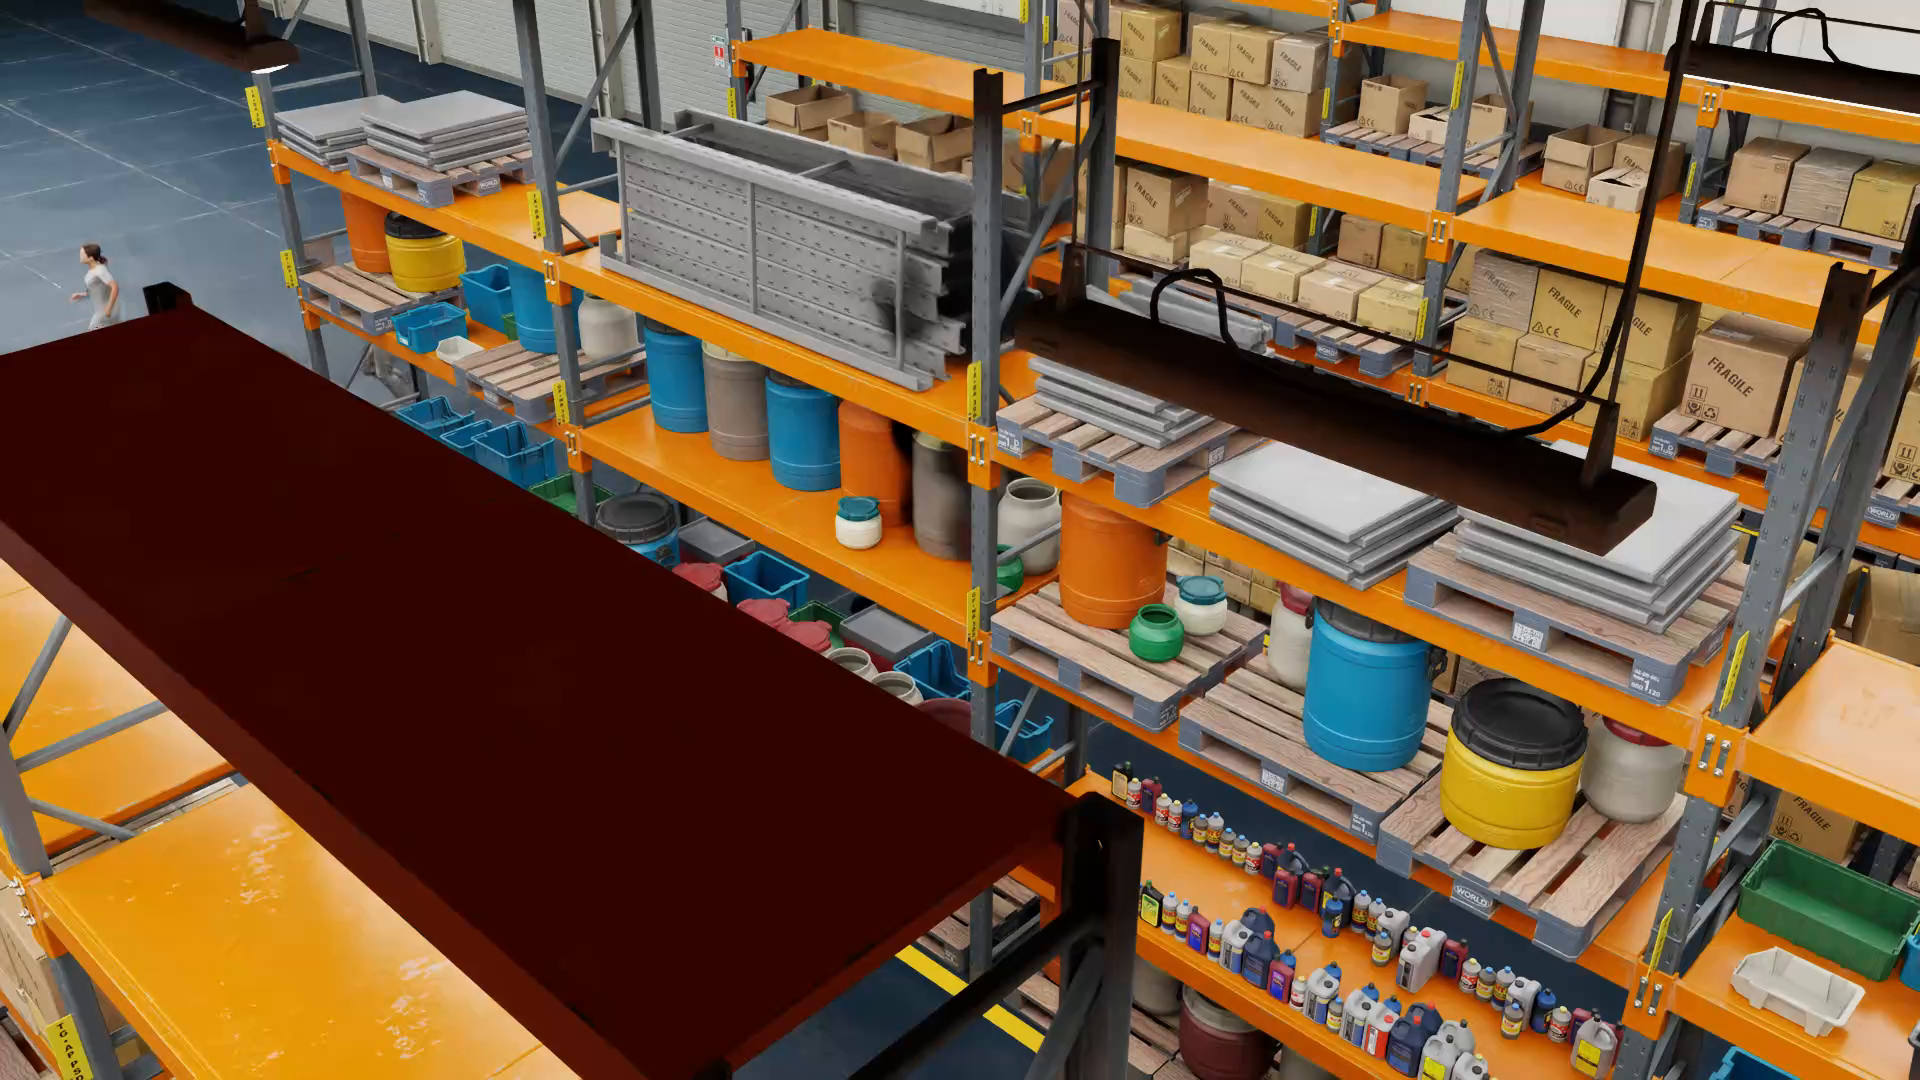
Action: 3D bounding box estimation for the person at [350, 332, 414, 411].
[{"bbox_3d":[-6.458,-2.242,18.459,0.575,1.729,0.657,-12,32,-21],"label":"person"}]

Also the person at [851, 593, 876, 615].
[{"bbox_3d":[-0.685,0.380,14.070,0.524,1.463,0.512,21,36,33],"label":"person"}]

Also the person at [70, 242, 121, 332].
[{"bbox_3d":[-9.903,-2.632,19.221,0.622,1.642,0.583,-13,32,-21],"label":"person"}]
